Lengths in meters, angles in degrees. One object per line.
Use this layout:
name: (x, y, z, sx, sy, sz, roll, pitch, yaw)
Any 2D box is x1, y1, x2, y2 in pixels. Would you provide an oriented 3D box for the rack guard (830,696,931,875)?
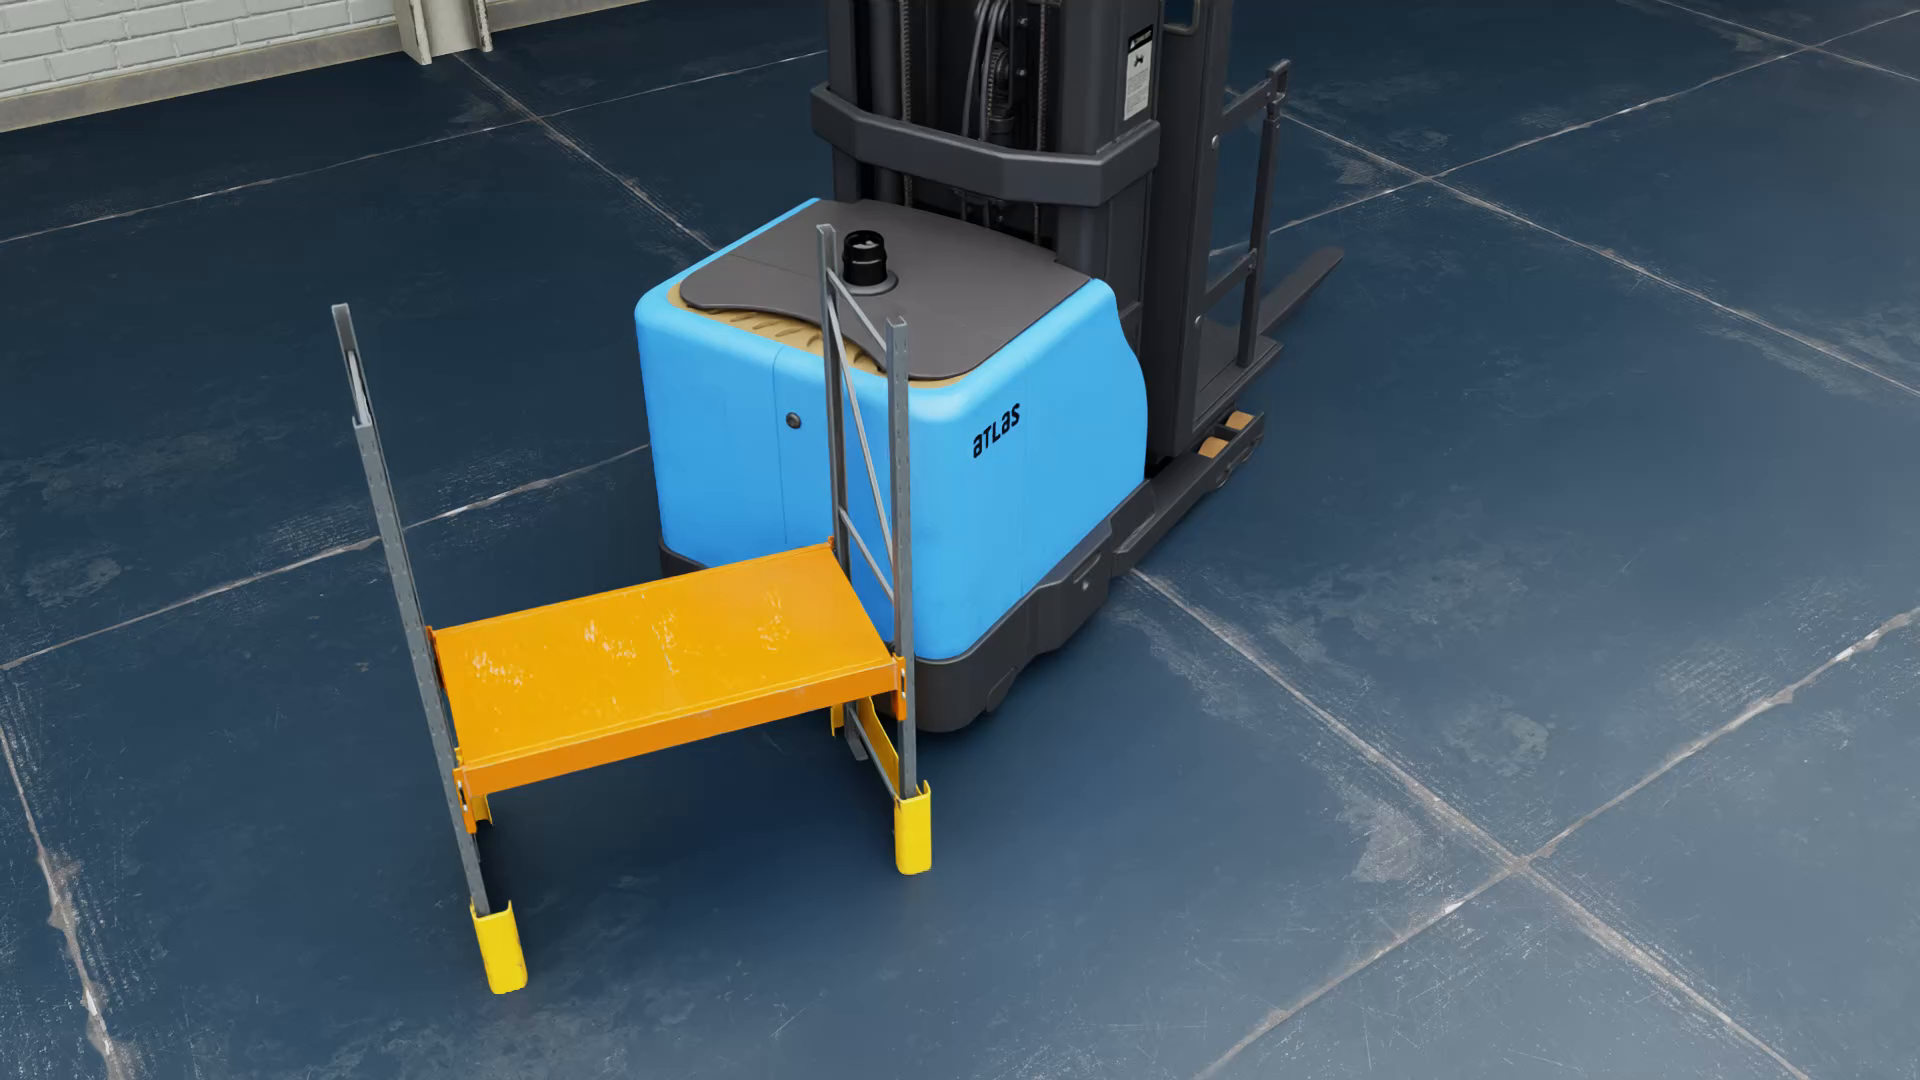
rack guard: (-0.210, 0.561, 4.256, 0.087, 0.250, 0.587, -13, 38, -17)

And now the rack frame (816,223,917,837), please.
rack frame: (-0.209, 0.053, 3.892, 0.032, 1.500, 0.500, -13, 38, -17)

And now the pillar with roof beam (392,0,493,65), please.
pillar with roof beam: (-0.264, -4.225, 3.417, 0.400, 9.000, 9.100, -22, 41, -28)

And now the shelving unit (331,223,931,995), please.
shelving unit: (-0.674, 0.160, 3.743, 1.083, 1.500, 0.587, -13, 38, -17)

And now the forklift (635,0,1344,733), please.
forklift: (0.372, -1.501, 4.827, 1.130, 2.935, 3.031, 21, 41, 27)

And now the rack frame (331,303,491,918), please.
rack frame: (-1.155, 0.271, 3.589, 0.032, 1.500, 0.500, -13, 38, -17)

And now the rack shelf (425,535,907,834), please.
rack shelf: (-0.682, 0.308, 3.845, 1.000, 0.185, 0.538, -13, 38, -17)

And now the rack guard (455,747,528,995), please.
rack guard: (-1.137, 0.774, 3.959, 0.087, 0.250, 0.587, -13, 38, -17)
